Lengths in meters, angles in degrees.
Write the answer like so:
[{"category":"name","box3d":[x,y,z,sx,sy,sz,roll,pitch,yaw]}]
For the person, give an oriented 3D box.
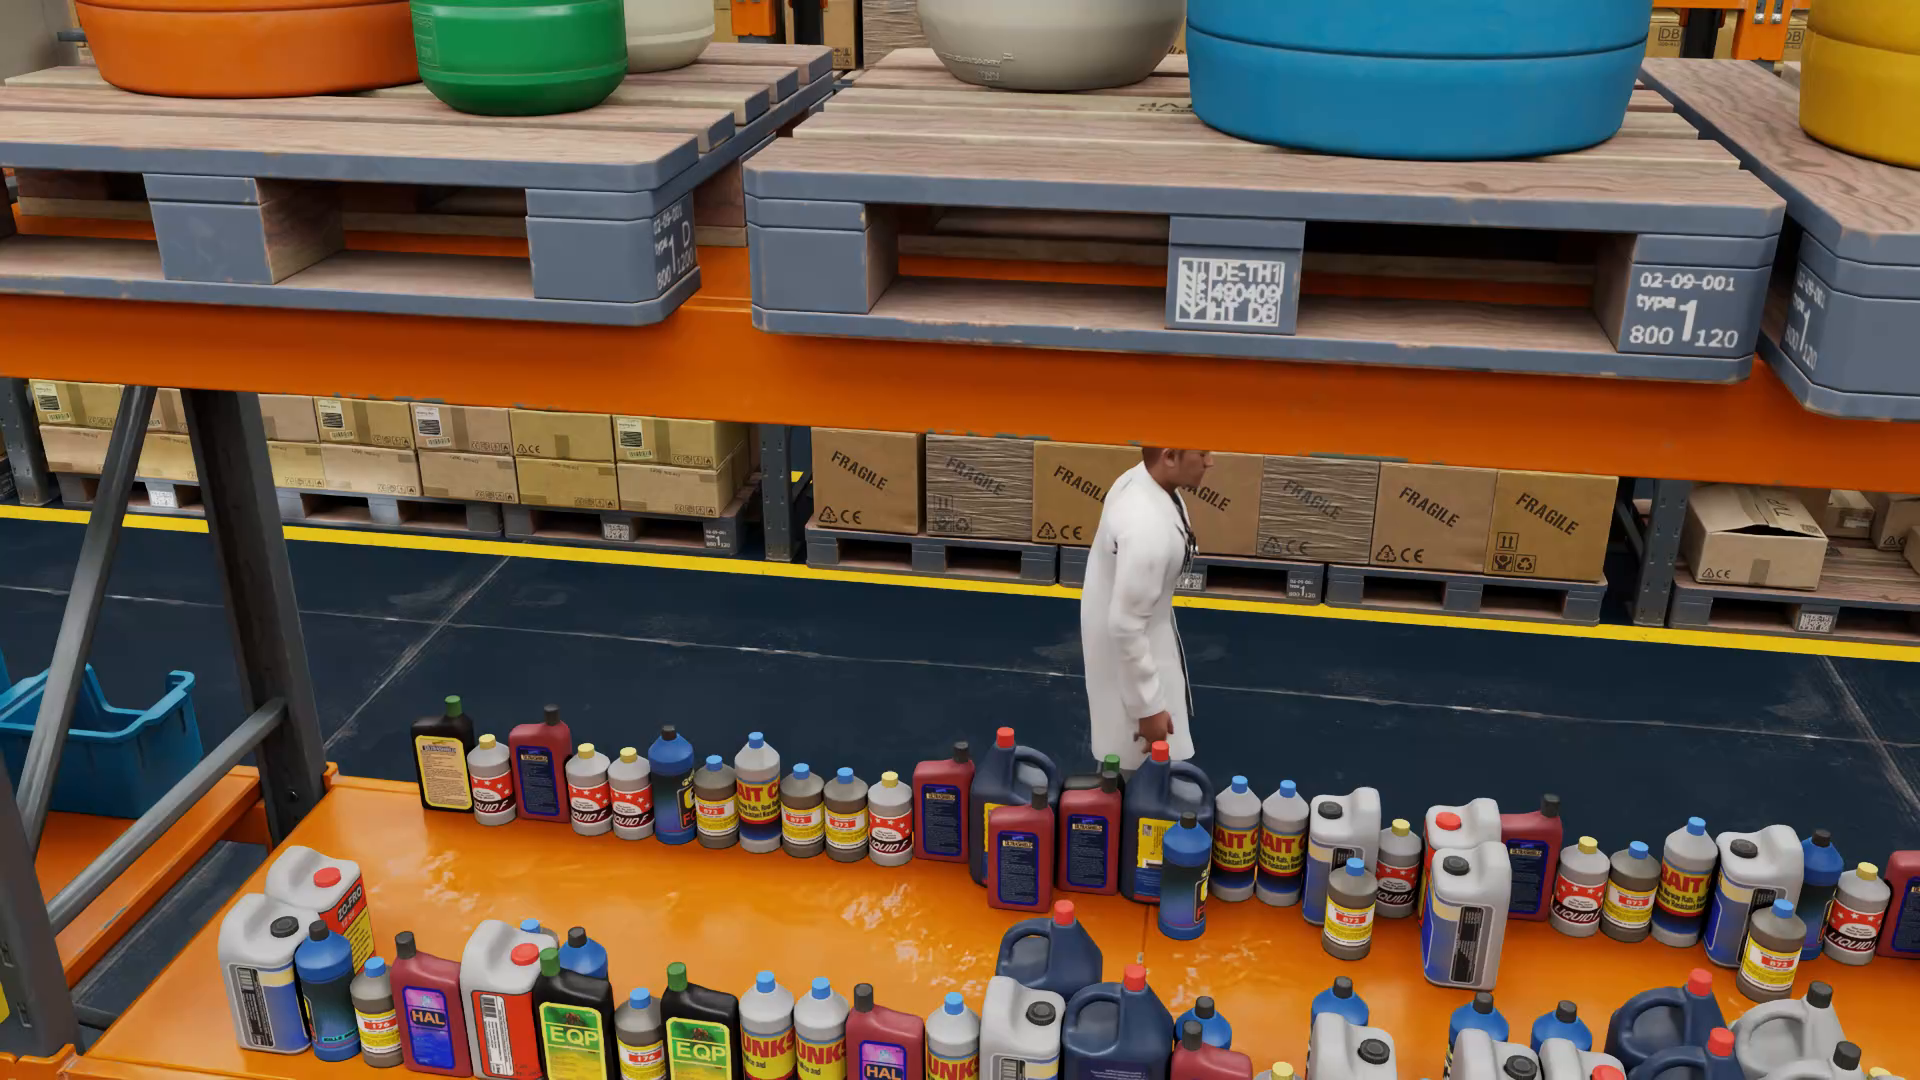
[{"category":"person","box3d":[0.583,0.415,5.216,0.420,1.774,0.642,4,25,9]}]
